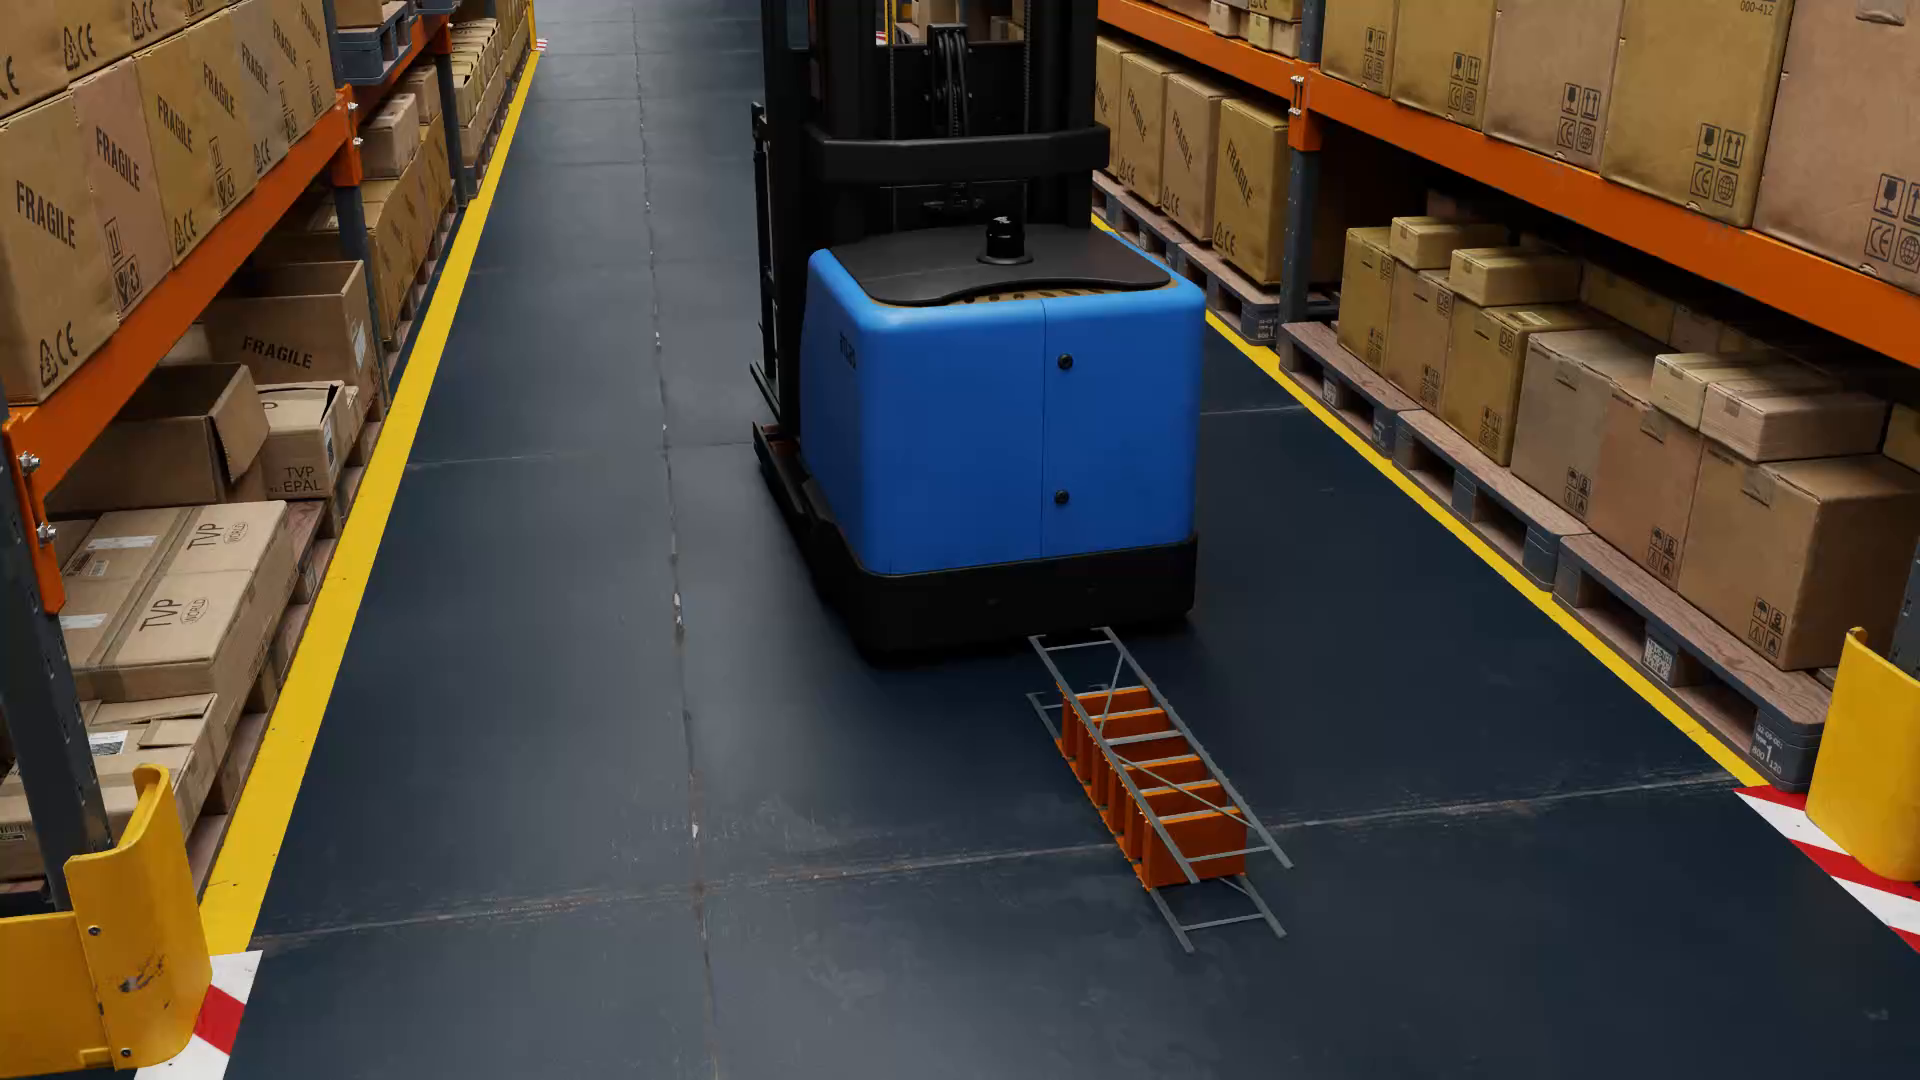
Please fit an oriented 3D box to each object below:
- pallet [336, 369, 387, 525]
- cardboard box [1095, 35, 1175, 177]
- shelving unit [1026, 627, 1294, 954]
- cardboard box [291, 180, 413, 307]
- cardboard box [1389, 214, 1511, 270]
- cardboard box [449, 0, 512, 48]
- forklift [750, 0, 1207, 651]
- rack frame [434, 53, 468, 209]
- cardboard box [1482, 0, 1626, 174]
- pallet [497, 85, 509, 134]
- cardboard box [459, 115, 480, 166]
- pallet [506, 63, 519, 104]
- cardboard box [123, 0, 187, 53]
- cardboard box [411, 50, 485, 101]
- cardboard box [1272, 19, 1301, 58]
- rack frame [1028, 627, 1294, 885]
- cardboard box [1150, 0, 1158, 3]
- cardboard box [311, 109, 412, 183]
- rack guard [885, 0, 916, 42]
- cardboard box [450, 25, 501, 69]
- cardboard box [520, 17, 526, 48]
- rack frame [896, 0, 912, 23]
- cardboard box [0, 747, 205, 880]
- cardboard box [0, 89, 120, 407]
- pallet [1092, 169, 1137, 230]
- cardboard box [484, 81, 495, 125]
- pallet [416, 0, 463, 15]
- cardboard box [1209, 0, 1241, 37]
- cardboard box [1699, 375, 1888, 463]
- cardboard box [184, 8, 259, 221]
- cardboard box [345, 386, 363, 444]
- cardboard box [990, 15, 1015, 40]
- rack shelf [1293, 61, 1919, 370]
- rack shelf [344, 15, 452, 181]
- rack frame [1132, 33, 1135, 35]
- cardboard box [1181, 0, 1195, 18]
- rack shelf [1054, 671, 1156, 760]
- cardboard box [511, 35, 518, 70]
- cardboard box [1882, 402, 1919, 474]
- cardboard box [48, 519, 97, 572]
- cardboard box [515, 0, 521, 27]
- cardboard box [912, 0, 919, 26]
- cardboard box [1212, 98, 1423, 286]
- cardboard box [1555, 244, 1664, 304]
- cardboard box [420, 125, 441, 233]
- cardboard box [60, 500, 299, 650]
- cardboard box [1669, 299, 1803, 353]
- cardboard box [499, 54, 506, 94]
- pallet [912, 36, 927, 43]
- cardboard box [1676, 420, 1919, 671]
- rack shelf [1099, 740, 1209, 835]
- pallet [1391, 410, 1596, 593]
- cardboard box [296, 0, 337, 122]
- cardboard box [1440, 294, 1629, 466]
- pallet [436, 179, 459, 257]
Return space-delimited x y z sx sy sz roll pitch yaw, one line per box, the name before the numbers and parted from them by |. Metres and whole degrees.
pallet | -2.771 -0.343 6.273 1.003 0.211 1.213 -4 24 -10
cardboard box | 1.238 -2.741 10.440 0.750 0.750 0.750 -5 24 -10
shelving unit | 0.460 0.578 4.181 0.258 0.189 1.200 -6 25 -14
cardboard box | -2.857 -1.365 7.701 0.500 0.500 0.500 -4 24 -9
cardboard box | 1.892 -1.154 6.432 0.380 0.149 0.250 -4 24 -8
cardboard box | -4.155 -4.520 14.325 0.500 0.500 0.500 -4 24 -10
forklift | -0.166 -1.583 5.713 1.130 2.935 3.031 -6 24 -14
rack frame | -3.637 -3.465 9.935 1.000 3.000 0.127 -4 24 -10
cardboard box | 2.328 -1.609 5.313 0.980 0.700 0.700 -5 24 -12
pallet | -4.202 -3.473 13.439 1.003 0.211 1.213 -4 24 -10
cardboard box | -3.445 -2.625 10.923 0.500 0.250 0.500 -4 24 -10
pallet | -4.482 -4.076 14.819 1.003 0.211 1.213 -4 24 -10
cardboard box | -2.172 -1.418 3.876 0.500 0.500 0.500 -4 24 -9
cardboard box | -3.643 -3.289 11.742 0.500 0.311 0.500 -5 24 -11
cardboard box | 1.630 -2.266 7.479 0.380 0.149 0.250 -4 24 -9
rack frame | 0.460 0.495 4.144 0.240 0.006 1.200 -6 25 -14
cardboard box | 1.292 -3.178 9.569 0.380 0.149 0.250 -4 24 -9
cardboard box | -2.932 -1.893 7.973 0.500 0.250 0.500 -4 24 -10
rack guard | -0.234 -5.804 18.415 1.175 0.500 0.348 -4 24 -10
cardboard box | -3.917 -3.885 13.108 0.500 0.311 0.500 -4 24 -8
cardboard box | -4.528 -4.963 16.275 0.500 0.250 0.500 -4 24 -10
rack frame | -0.249 -6.980 17.983 1.000 3.000 0.127 -4 24 -10
cardboard box | -1.897 0.597 3.648 0.380 0.149 0.250 -4 24 -10
cardboard box | -1.980 -0.558 3.155 0.500 0.500 0.500 -4 24 -9
pallet | 1.302 -2.239 10.614 1.003 0.211 1.213 -4 24 -10
cardboard box | -3.735 -3.228 12.305 0.500 0.250 0.500 -4 24 -9
pallet | -3.442 -3.115 9.375 1.213 0.211 1.003 -4 24 -10
cardboard box | 1.450 -2.568 8.171 0.380 0.149 0.250 -4 24 -10
cardboard box | 2.280 -0.335 4.558 0.380 0.149 0.250 -5 24 -10
cardboard box | -2.262 -1.155 4.522 0.500 0.500 0.500 -4 24 -9
cardboard box | -2.385 -0.440 6.023 0.380 0.149 0.250 -4 24 -10
cardboard box | 0.644 -4.174 14.133 0.700 0.500 0.500 -3 24 -8
rack shelf | 2.340 -1.143 5.519 1.077 0.370 4.000 -4 24 -10
rack shelf | -3.267 -2.348 8.278 1.077 0.370 4.000 -4 24 -10
rack frame | 1.231 -3.833 10.778 1.000 3.000 0.127 -4 24 -10
cardboard box | 1.400 -2.874 8.871 0.380 0.149 0.250 -4 24 -8
rack shelf | 0.386 0.467 4.432 0.258 0.180 0.103 -6 25 -14
cardboard box | -4.252 -4.372 14.924 0.500 0.250 0.500 -4 24 -10
cardboard box | 2.702 -0.264 4.395 0.380 0.149 0.250 -4 24 -9
cardboard box | -2.646 0.169 4.501 0.500 0.250 0.500 -4 24 -10
cardboard box | -4.434 -5.110 15.675 0.500 0.500 0.500 -4 24 -10
cardboard box | -0.209 -5.670 17.795 0.500 0.311 0.500 -7 25 -16
cardboard box | 1.722 -1.713 8.085 0.750 0.750 0.750 -4 24 -9
cardboard box | 2.371 -0.964 5.997 0.380 0.149 0.250 -4 24 -9
cardboard box | -3.138 -1.967 9.079 0.500 0.500 0.500 -5 24 -12
cardboard box | -2.164 0.112 4.631 0.500 0.250 0.500 -4 24 -10
cardboard box | 2.514 -0.662 5.305 0.380 0.149 0.250 -4 24 -9
cardboard box | -4.015 -3.829 13.680 0.500 0.250 0.500 -5 24 -10
pallet | 0.103 -4.871 16.639 1.003 0.211 1.213 -4 24 -10
cardboard box | 2.482 -0.001 4.603 0.700 0.500 0.500 -4 24 -10
rack shelf | 0.480 0.608 4.114 0.258 0.180 0.103 -6 25 -14
pallet | 2.263 -0.196 5.935 1.003 0.211 1.213 -4 24 -10
cardboard box | -2.553 -1.760 5.906 0.500 0.500 0.500 -4 24 -9
cardboard box | 2.190 -0.605 5.986 0.700 0.500 0.500 -4 24 -9
pallet | -3.536 -1.890 9.815 1.003 0.211 1.213 -4 24 -10
